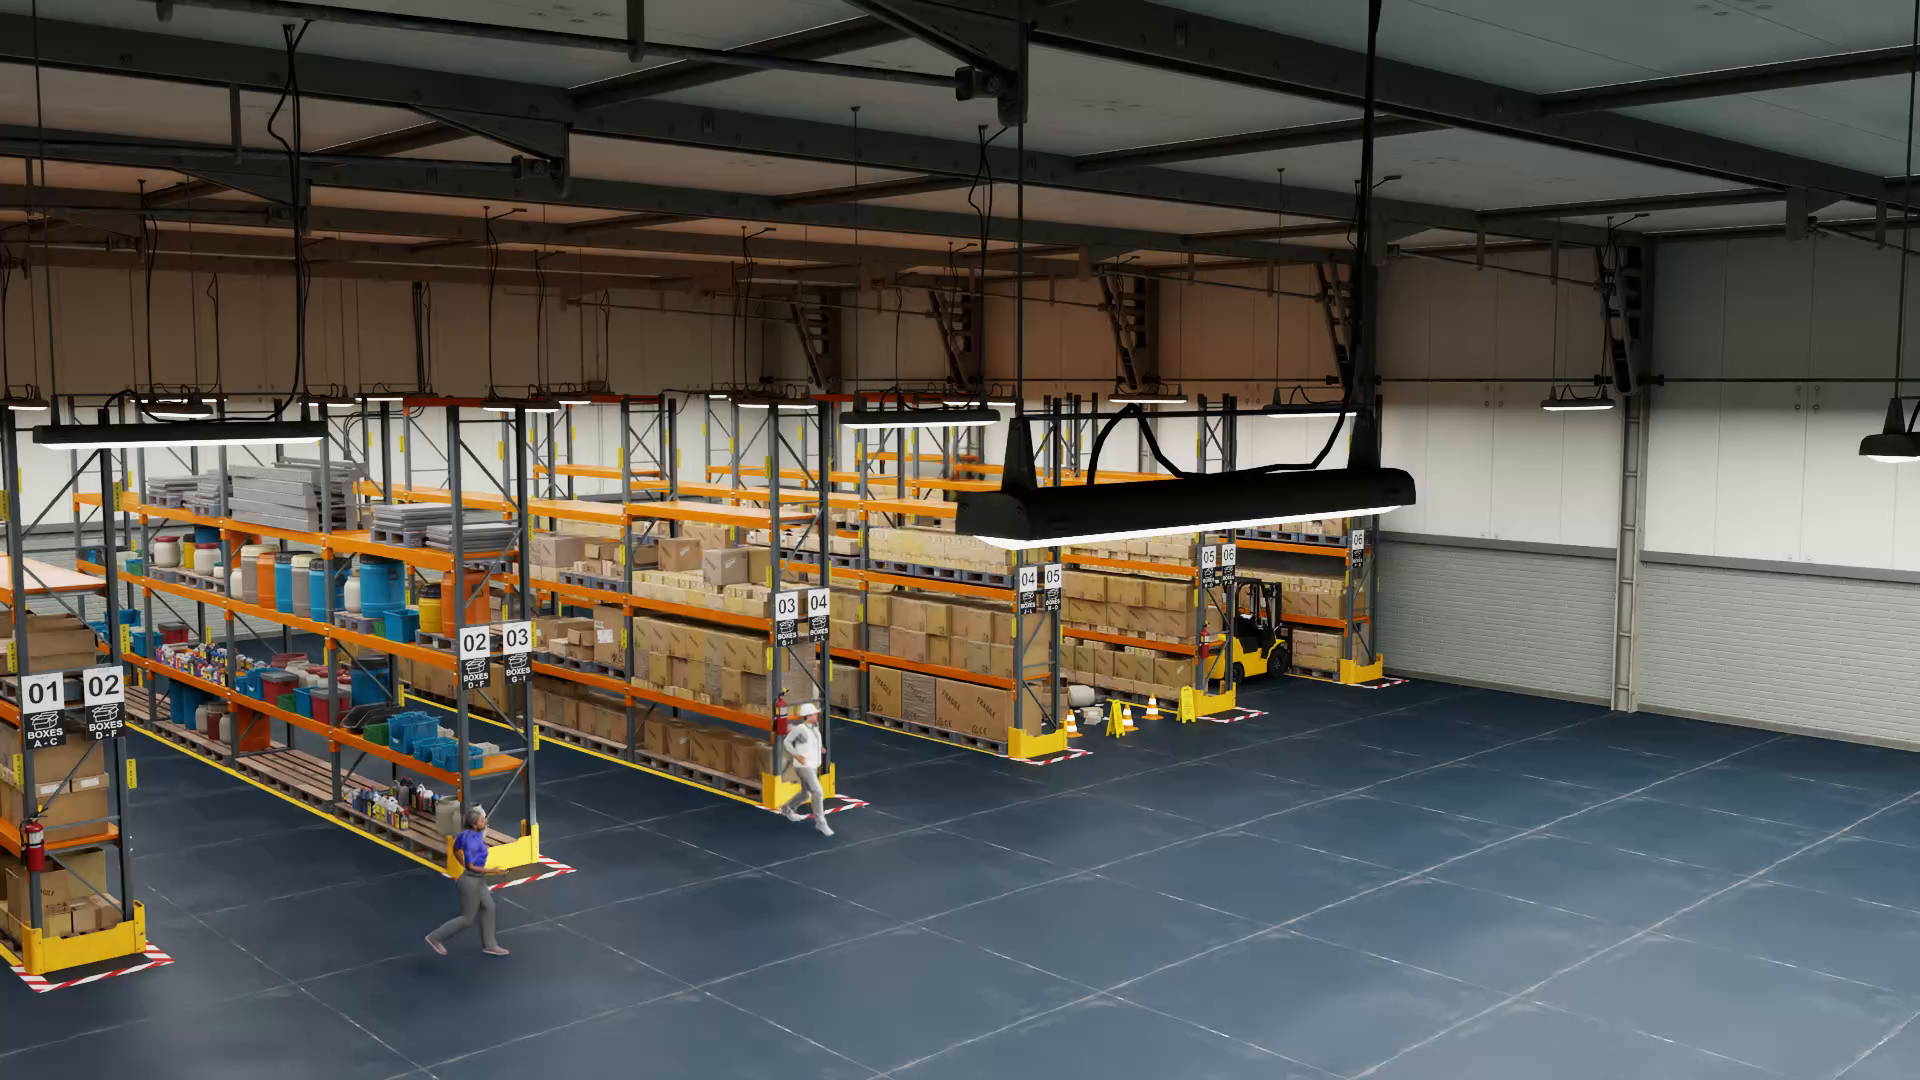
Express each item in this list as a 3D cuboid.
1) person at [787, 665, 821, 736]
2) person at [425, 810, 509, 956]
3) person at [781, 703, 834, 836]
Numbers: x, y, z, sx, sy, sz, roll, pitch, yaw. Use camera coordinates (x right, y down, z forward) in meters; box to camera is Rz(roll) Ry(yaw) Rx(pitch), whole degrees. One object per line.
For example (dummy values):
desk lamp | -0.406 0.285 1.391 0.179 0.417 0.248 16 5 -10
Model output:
person | -2.795 2.596 29.459 0.866 1.846 0.677 5 7 40
person | -5.392 3.770 18.143 0.881 1.653 0.565 -2 6 -18
person | -2.119 3.189 23.416 0.952 1.776 0.660 2 6 19
